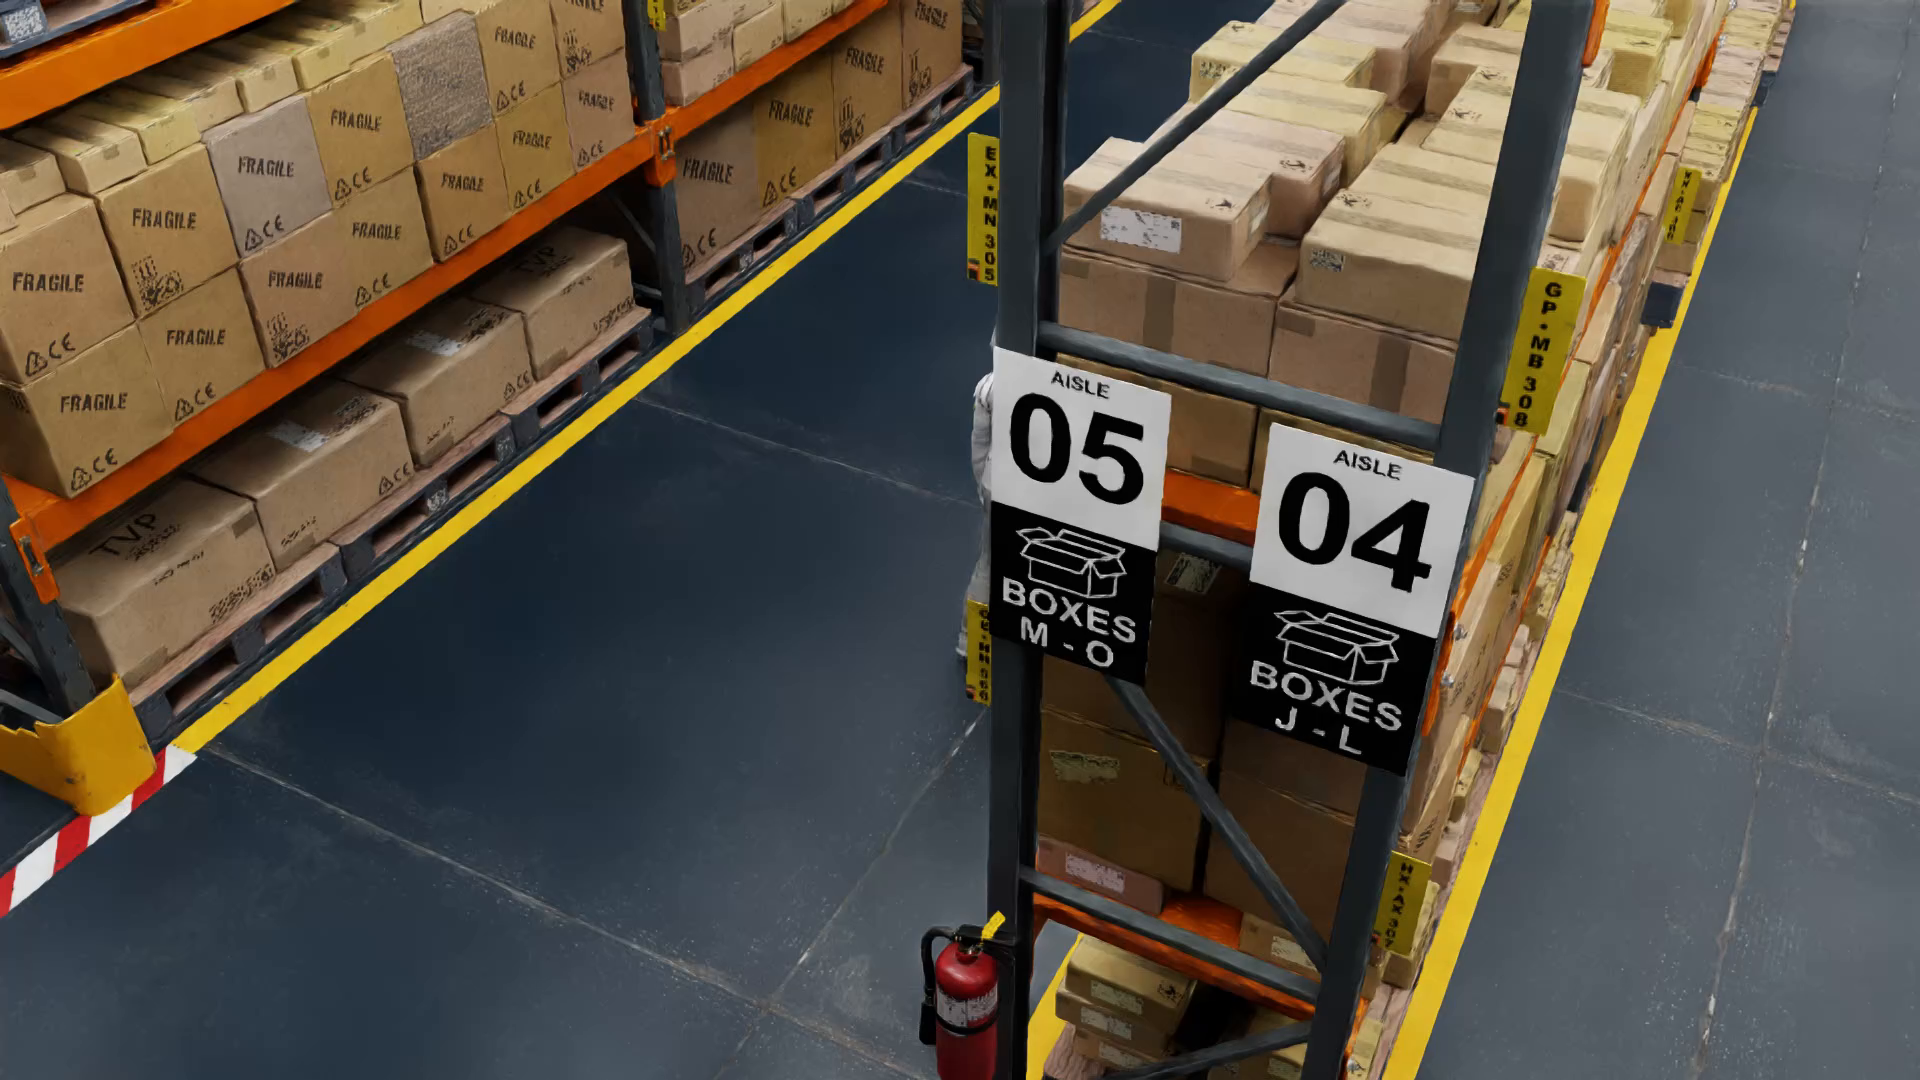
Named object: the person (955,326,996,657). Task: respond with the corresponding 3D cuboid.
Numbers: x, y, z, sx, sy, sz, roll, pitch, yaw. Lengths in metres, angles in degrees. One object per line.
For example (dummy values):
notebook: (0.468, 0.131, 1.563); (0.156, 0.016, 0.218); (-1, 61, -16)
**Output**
person: (0.278, -0.200, 6.972); (0.503, 1.693, 0.580); (23, 44, 27)
